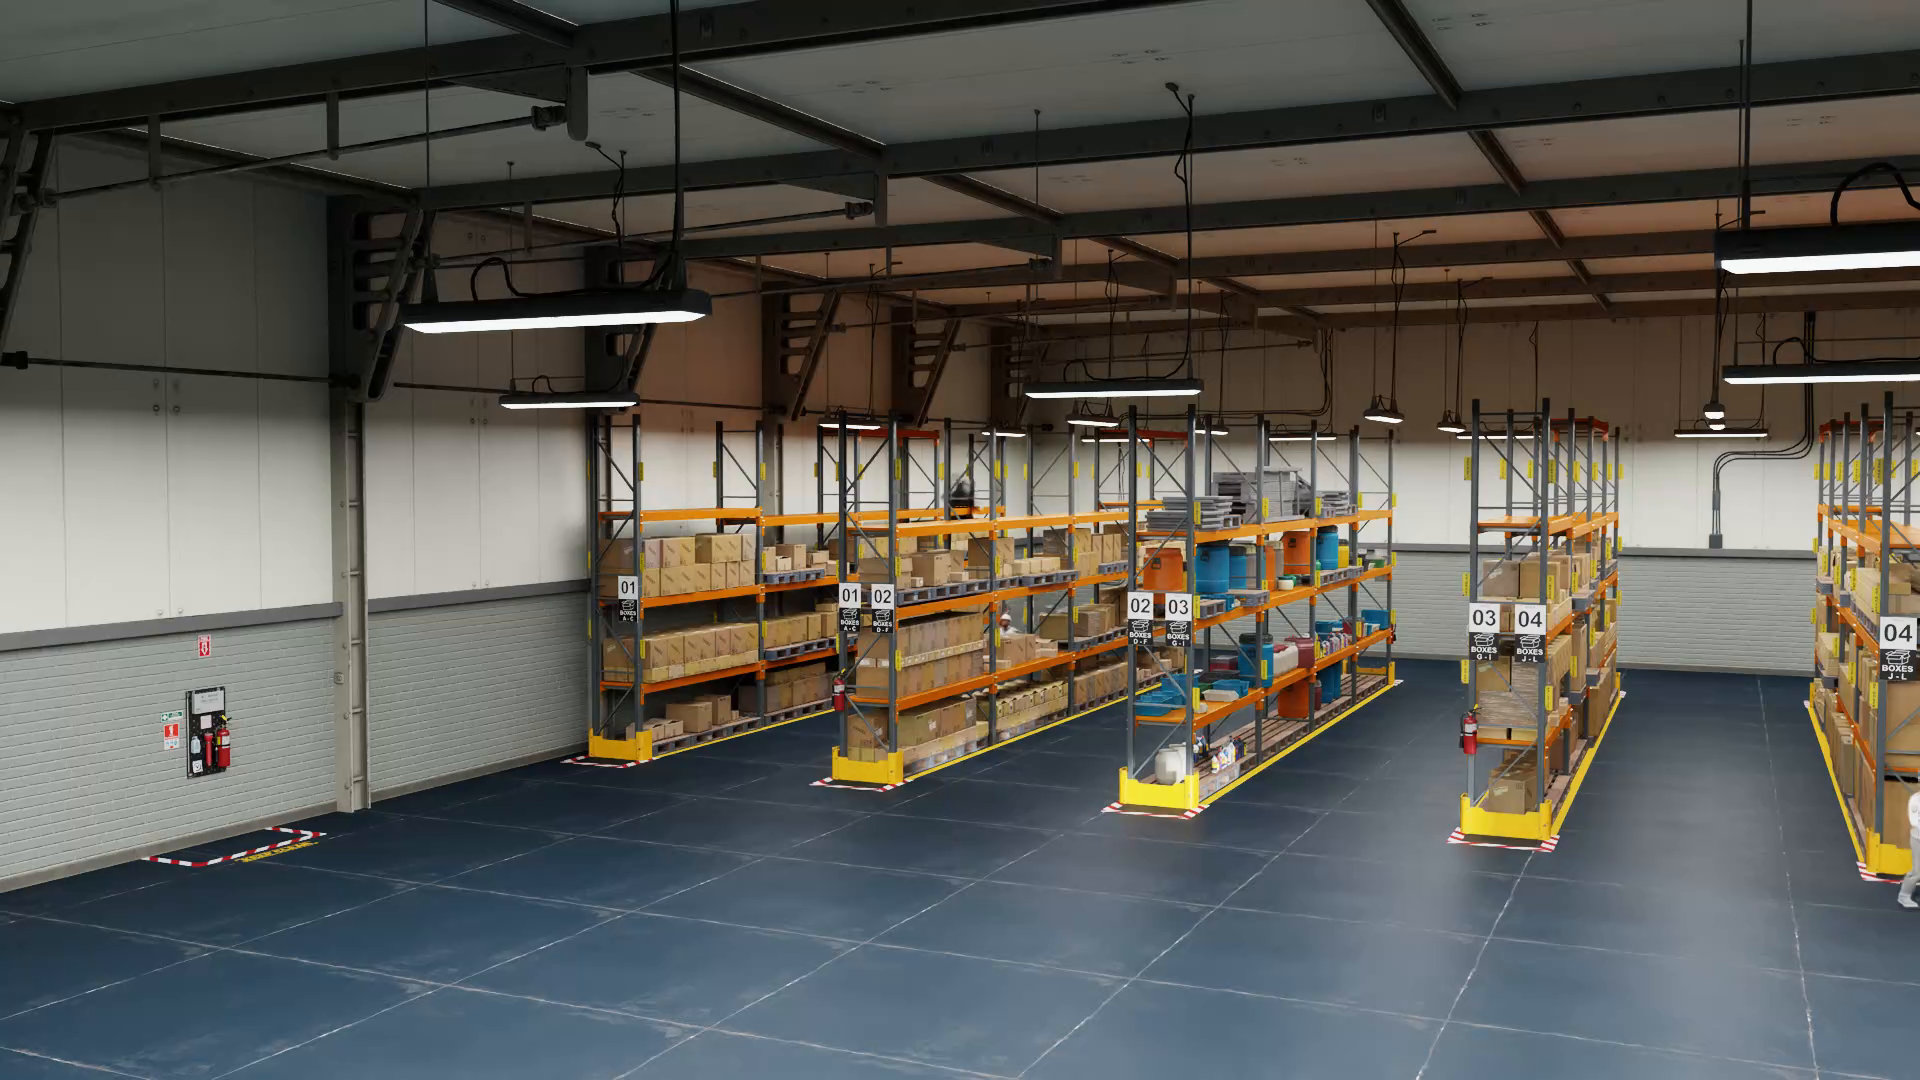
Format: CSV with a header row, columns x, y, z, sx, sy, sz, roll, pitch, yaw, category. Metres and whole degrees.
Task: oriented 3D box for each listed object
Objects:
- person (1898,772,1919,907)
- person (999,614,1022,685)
x,y,z,sx,sy,sz,roll,pitch,yaw,category
10.989,3.381,18.797,0.633,1.649,0.765,0,2,-8,person
1.008,2.521,36.559,0.661,1.781,0.953,1,3,29,person
